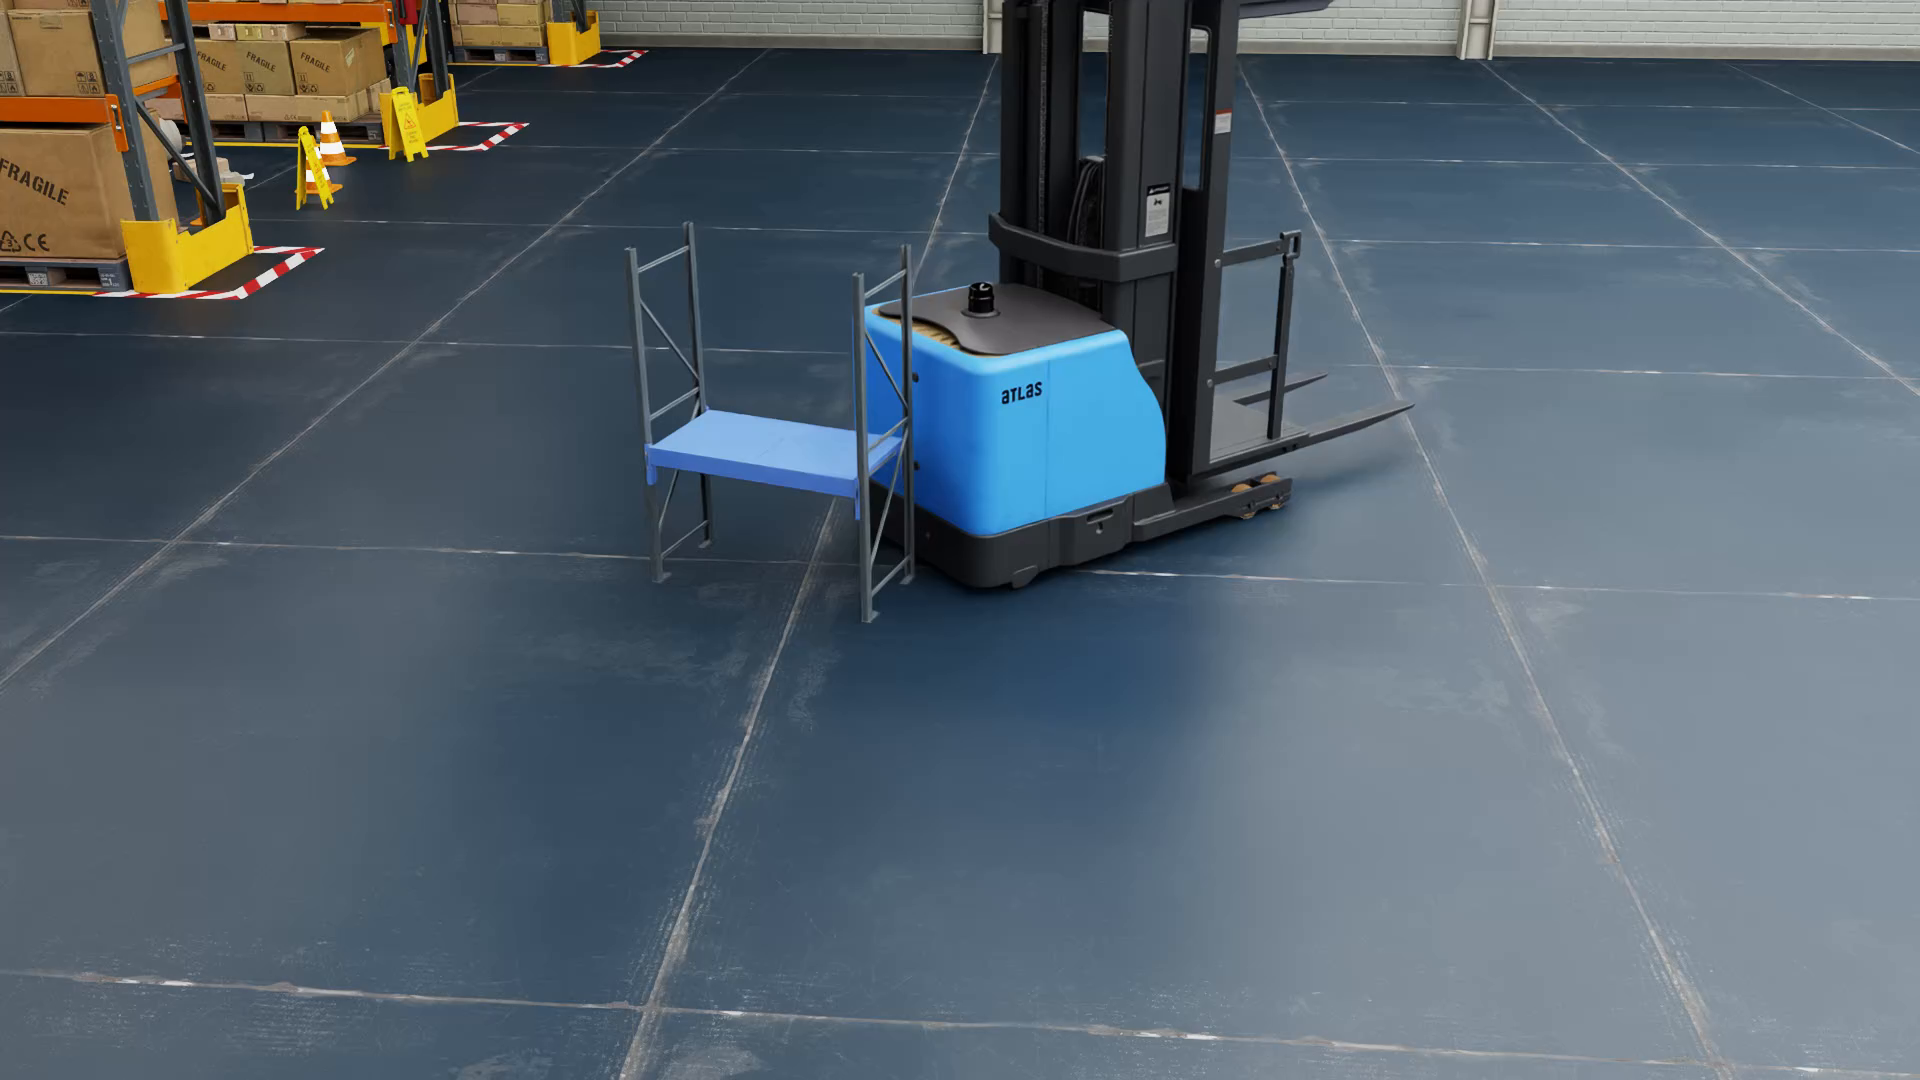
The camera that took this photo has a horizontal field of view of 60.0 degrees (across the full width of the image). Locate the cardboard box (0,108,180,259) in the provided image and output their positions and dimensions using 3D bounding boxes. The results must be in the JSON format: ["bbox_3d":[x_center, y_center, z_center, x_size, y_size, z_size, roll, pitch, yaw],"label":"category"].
[{"bbox_3d":[-6.194,-2.520,11.678,0.875,0.875,0.875,2,25,4],"label":"cardboard box"}]

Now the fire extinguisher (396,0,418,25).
[{"bbox_3d":[-5.156,-5.136,15.416,0.183,0.674,0.296,2,25,4],"label":"fire extinguisher"}]

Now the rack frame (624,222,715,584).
[{"bbox_3d":[-1.249,-0.585,7.227,0.032,1.500,0.500,10,26,20],"label":"rack frame"}]

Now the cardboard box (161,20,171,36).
[{"bbox_3d":[-7.754,-4.888,15.899,0.250,0.149,0.380,3,25,7],"label":"cardboard box"}]

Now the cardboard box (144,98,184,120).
[{"bbox_3d":[-7.593,-4.277,16.243,0.500,0.250,0.500,2,25,3],"label":"cardboard box"}]

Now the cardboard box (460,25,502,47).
[{"bbox_3d":[-5.846,-6.281,20.598,0.500,0.250,0.500,2,25,4],"label":"cardboard box"}]

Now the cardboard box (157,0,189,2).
[{"bbox_3d":[-7.406,-5.196,15.754,0.250,0.149,0.380,2,25,4],"label":"cardboard box"}]

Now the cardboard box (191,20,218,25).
[{"bbox_3d":[-9.368,-6.688,21.034,0.625,0.625,0.875,3,25,6],"label":"cardboard box"}]

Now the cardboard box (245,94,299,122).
[{"bbox_3d":[-6.577,-4.242,16.168,0.500,0.250,0.500,2,25,4],"label":"cardboard box"}]

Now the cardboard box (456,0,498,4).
[{"bbox_3d":[-5.851,-6.730,20.379,0.500,0.250,0.500,2,25,5],"label":"cardboard box"}]

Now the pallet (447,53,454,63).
[{"bbox_3d":[-6.837,-6.216,21.007,1.213,0.211,1.003,2,25,4],"label":"pallet"}]

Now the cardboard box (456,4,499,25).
[{"bbox_3d":[-5.867,-6.510,20.499,0.500,0.250,0.500,2,25,3],"label":"cardboard box"}]

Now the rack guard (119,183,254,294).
[{"bbox_3d":[-5.489,-2.164,11.855,0.348,0.500,1.175,2,25,4],"label":"rack guard"}]

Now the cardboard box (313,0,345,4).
[{"bbox_3d":[-5.885,-5.137,15.627,0.250,0.149,0.380,2,25,3],"label":"cardboard box"}]

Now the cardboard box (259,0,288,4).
[{"bbox_3d":[-6.398,-5.150,15.655,0.250,0.149,0.380,2,25,5],"label":"cardboard box"}]

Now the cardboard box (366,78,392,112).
[{"bbox_3d":[-6.018,-4.450,16.619,0.500,0.250,0.500,2,25,4],"label":"cardboard box"}]

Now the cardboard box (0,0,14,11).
[{"bbox_3d":[-6.436,-3.866,11.093,0.550,0.550,0.875,2,25,4],"label":"cardboard box"}]

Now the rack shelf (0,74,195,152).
[{"bbox_3d":[-7.507,-3.038,11.624,4.000,0.370,1.077,2,25,4],"label":"rack shelf"}]

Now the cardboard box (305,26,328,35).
[{"bbox_3d":[-6.563,-4.806,16.495,0.500,0.500,0.500,1,25,2],"label":"cardboard box"}]

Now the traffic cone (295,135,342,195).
[{"bbox_3d":[-5.508,-3.217,14.188,0.334,0.463,0.336,2,25,4],"label":"traffic cone"}]

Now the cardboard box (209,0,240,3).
[{"bbox_3d":[-6.905,-5.187,15.735,0.250,0.149,0.380,2,25,3],"label":"cardboard box"}]

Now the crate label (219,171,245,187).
[{"bbox_3d":[-6.297,-3.068,14.254,0.298,0.136,0.250,-11,27,-23],"label":"crate label"}]

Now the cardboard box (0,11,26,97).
[{"bbox_3d":[-6.437,-3.370,11.306,0.550,0.550,0.875,2,25,4],"label":"cardboard box"}]

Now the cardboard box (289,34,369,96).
[{"bbox_3d":[-6.054,-4.566,15.975,0.500,0.500,0.500,2,25,4],"label":"cardboard box"}]

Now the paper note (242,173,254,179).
[{"bbox_3d":[-6.330,-3.219,14.708,0.142,0.019,0.148,-7,26,-14],"label":"paper note"}]

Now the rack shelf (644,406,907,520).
[{"bbox_3d":[-0.778,-0.342,7.129,1.000,0.185,0.538,10,26,20],"label":"rack shelf"}]

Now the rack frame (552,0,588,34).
[{"bbox_3d":[-4.859,-7.436,20.321,0.127,3.000,1.000,2,25,4],"label":"rack frame"}]

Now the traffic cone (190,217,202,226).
[{"bbox_3d":[-5.934,-2.757,13.188,0.334,0.463,0.336,2,25,4],"label":"traffic cone"}]

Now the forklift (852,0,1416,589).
[{"bbox_3d":[0.993,-1.593,7.705,3.031,2.935,1.130,-17,30,-32],"label":"forklift"}]

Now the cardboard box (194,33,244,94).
[{"bbox_3d":[-7.077,-4.600,16.049,0.500,0.500,0.500,1,25,3],"label":"cardboard box"}]

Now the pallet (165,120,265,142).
[{"bbox_3d":[-7.331,-4.183,16.589,1.213,0.211,1.003,2,25,4],"label":"pallet"}]

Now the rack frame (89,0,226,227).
[{"bbox_3d":[-5.513,-3.300,11.334,0.127,3.000,1.000,2,25,4],"label":"rack frame"}]

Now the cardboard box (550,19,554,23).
[{"bbox_3d":[-5.333,-6.475,21.020,0.500,0.250,0.500,2,25,4],"label":"cardboard box"}]

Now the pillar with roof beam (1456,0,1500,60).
[{"bbox_3d":[6.151,-8.381,15.198,0.400,9.000,9.100,2,25,4],"label":"pillar with roof beam"}]

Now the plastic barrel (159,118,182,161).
[{"bbox_3d":[-7.410,-3.632,15.136,0.421,0.421,0.512,22,33,39],"label":"plastic barrel"}]

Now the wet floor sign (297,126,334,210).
[{"bbox_3d":[-5.333,-3.055,13.618,0.232,0.644,0.267,-2,25,-5],"label":"wet floor sign"}]

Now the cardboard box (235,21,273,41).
[{"bbox_3d":[-6.675,-4.854,15.824,0.250,0.149,0.380,2,25,5],"label":"cardboard box"}]

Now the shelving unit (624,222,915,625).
[{"bbox_3d":[-0.778,-0.505,7.053,1.048,1.500,0.538,10,26,20],"label":"shelving unit"}]

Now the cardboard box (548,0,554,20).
[{"bbox_3d":[-5.312,-6.706,20.925,0.500,0.250,0.500,2,25,5],"label":"cardboard box"}]
